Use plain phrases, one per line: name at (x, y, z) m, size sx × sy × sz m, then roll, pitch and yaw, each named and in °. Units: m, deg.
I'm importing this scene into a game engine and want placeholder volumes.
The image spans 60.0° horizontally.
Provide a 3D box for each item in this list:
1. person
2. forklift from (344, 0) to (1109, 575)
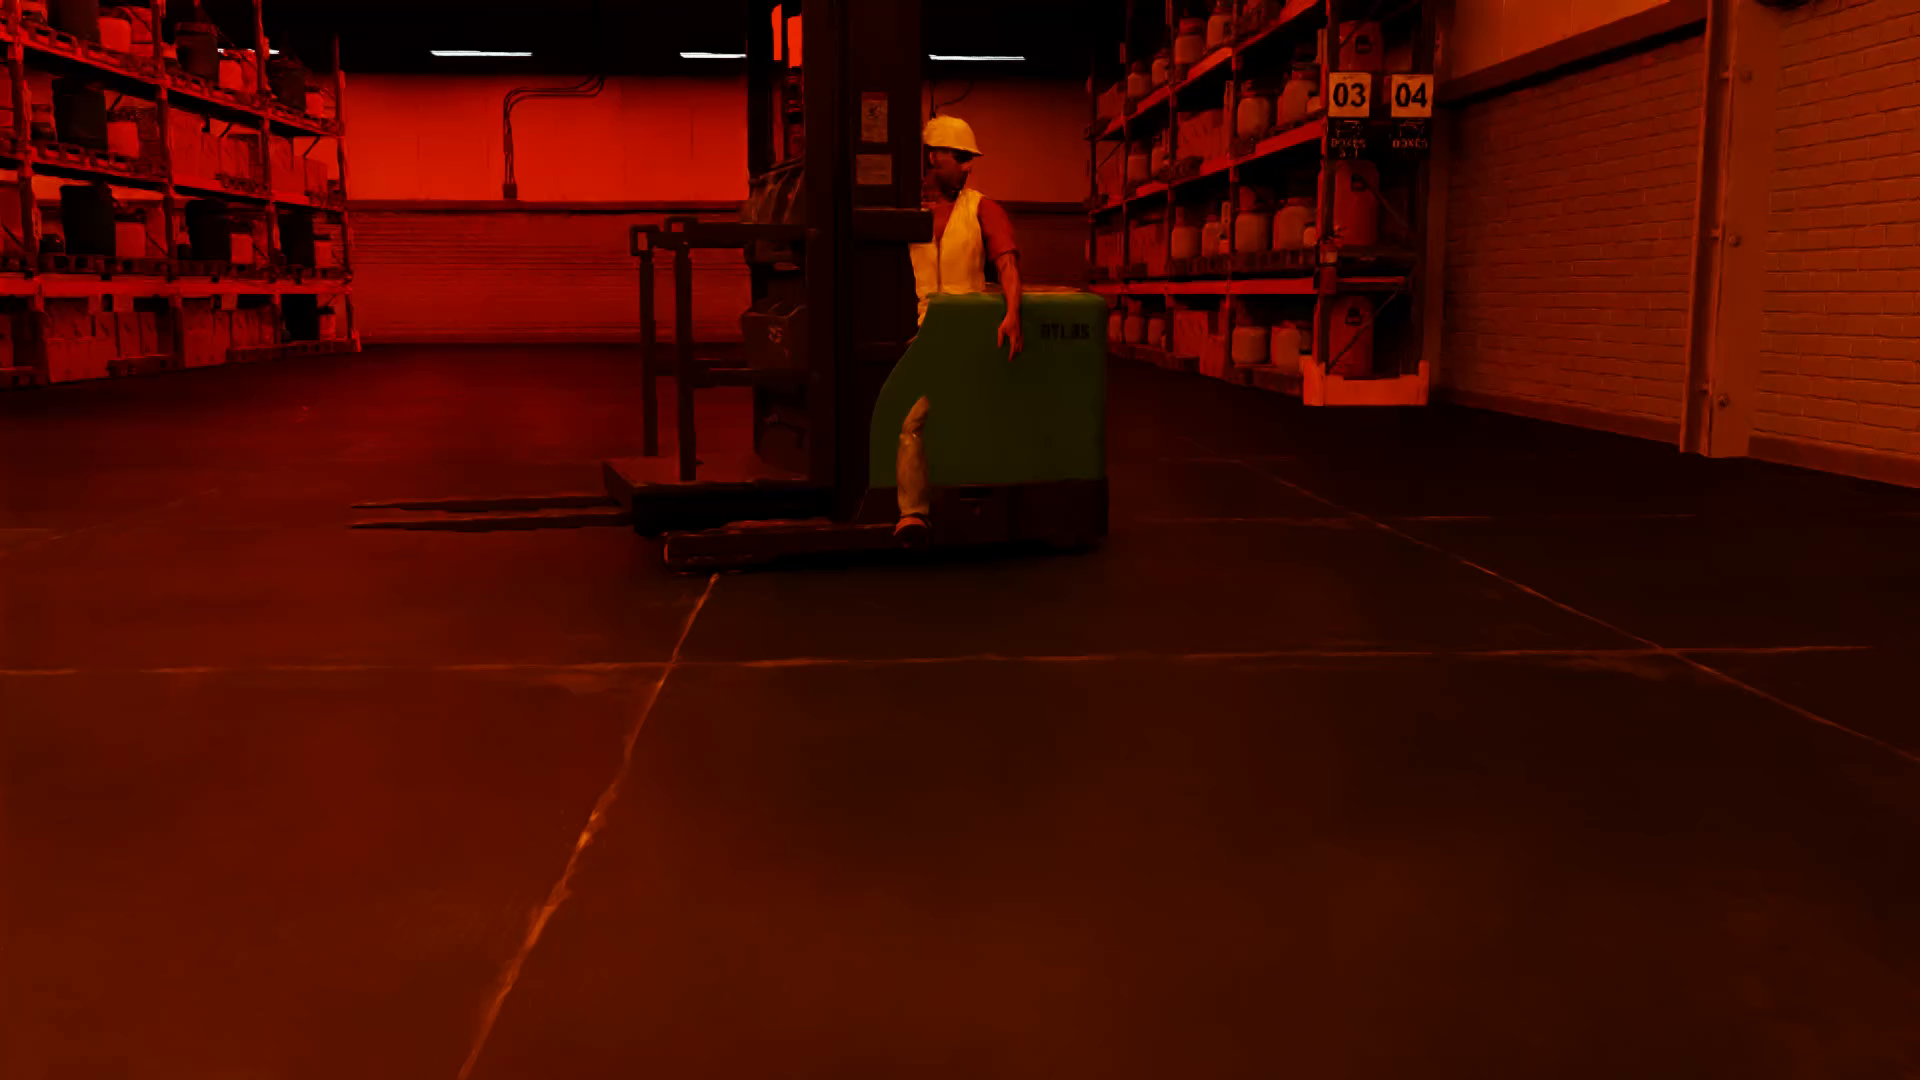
person at (-0.115, -0.836, 6.702) m, size 0.737 × 1.726 × 0.880 m, roll -2°, pitch 9°, yaw -10°
forklift at (-0.950, -1.401, 6.763) m, size 3.031 × 2.935 × 1.130 m, roll -3°, pitch 9°, yaw -18°
